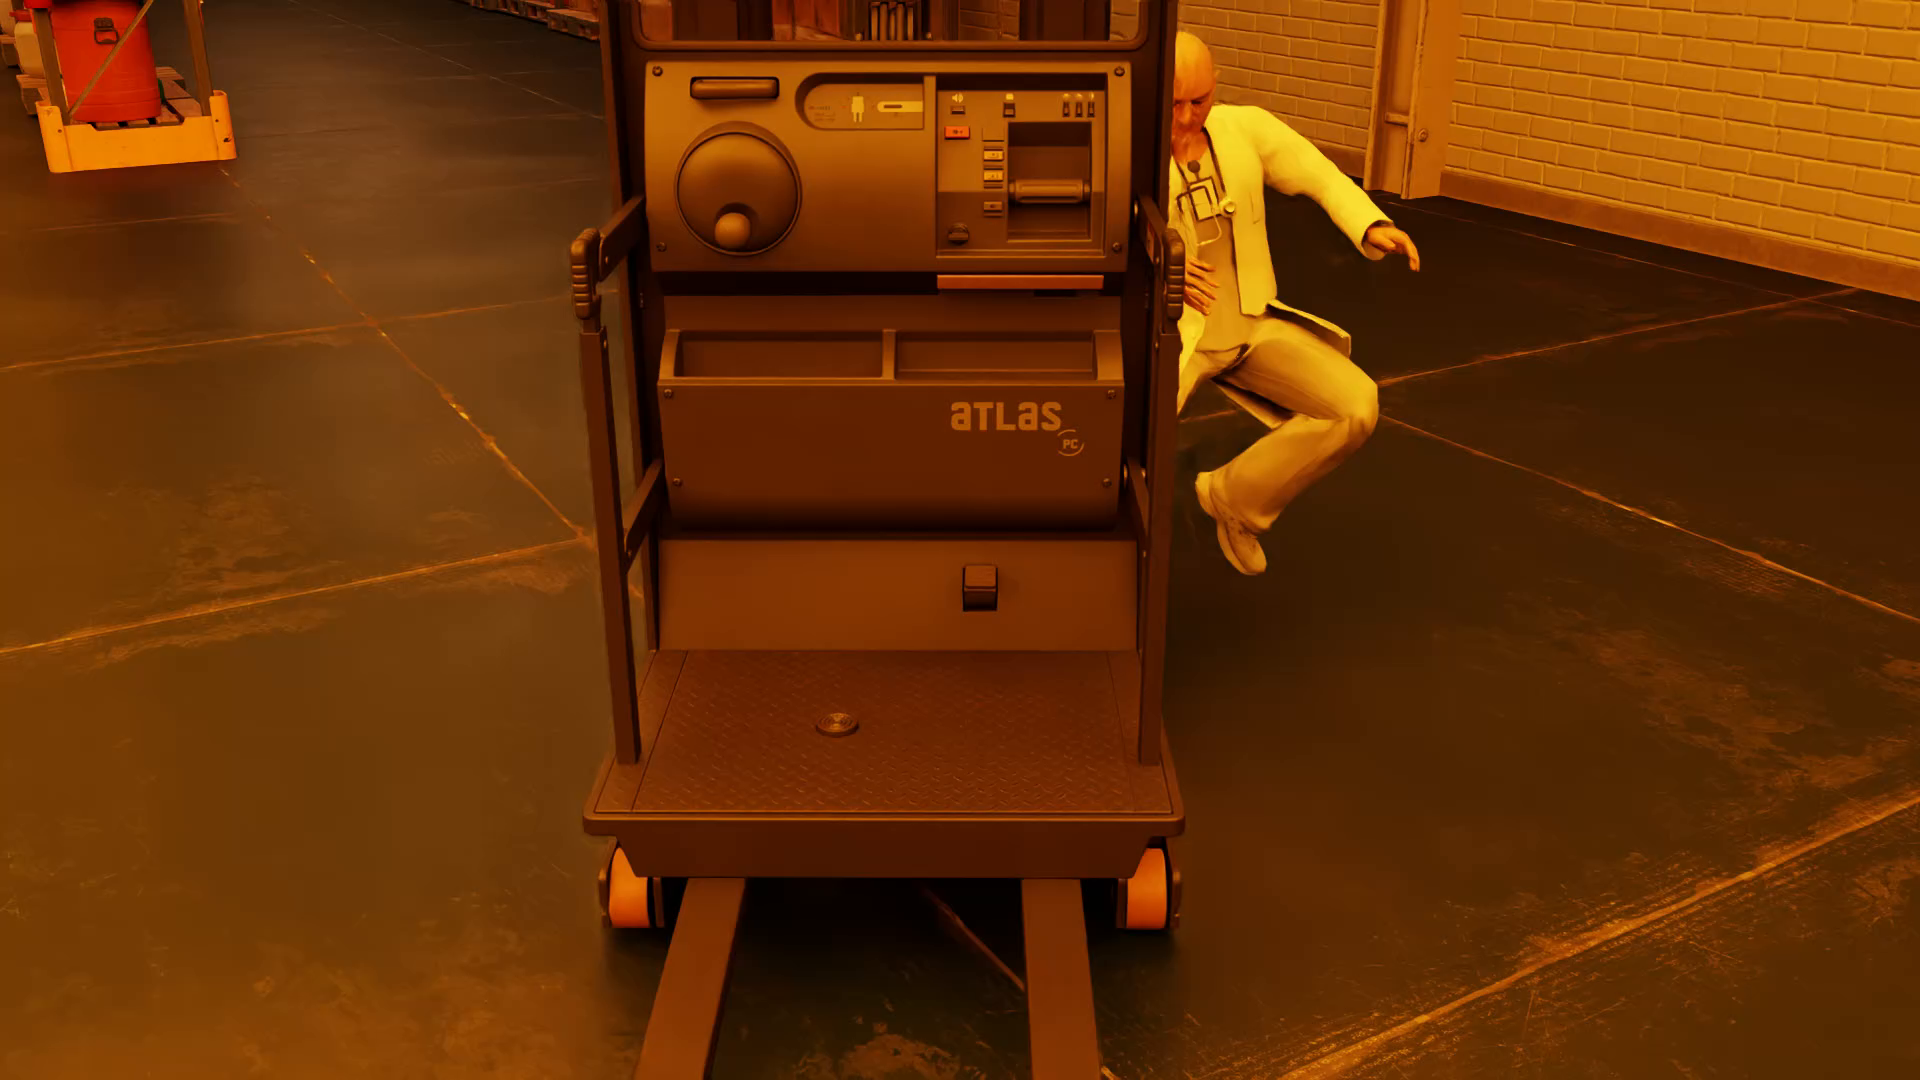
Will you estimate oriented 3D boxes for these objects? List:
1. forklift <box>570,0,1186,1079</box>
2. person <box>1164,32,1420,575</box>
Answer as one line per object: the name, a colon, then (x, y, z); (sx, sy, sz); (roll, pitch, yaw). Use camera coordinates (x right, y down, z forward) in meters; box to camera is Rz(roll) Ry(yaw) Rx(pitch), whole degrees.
forklift: (-0.136, -0.706, 2.995); (1.130, 2.935, 3.031); (0, 22, 0)
person: (0.665, -0.521, 4.385); (0.944, 1.535, 0.815); (-4, 23, -10)
